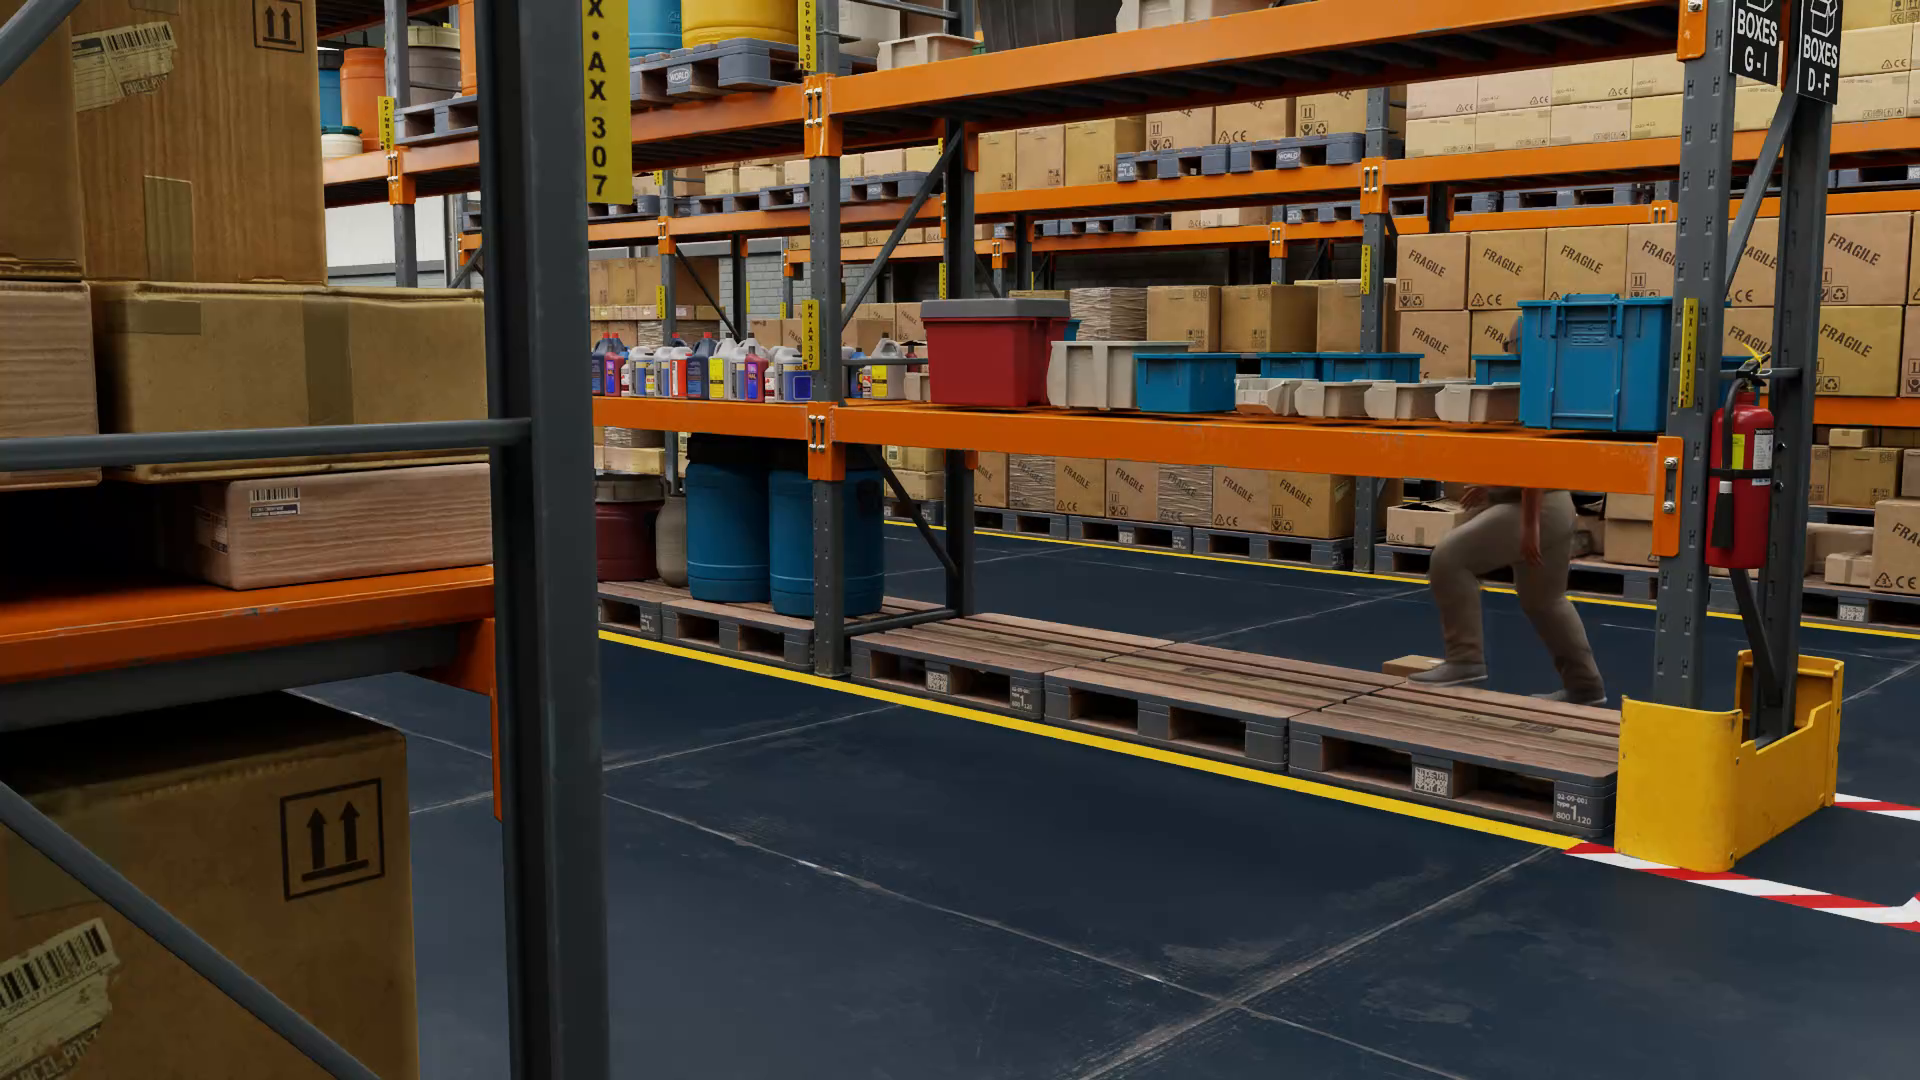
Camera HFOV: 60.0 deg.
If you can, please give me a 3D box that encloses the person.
[{"bbox_3d":[2.332,-0.091,6.972,0.799,1.697,0.803,2,7,19],"label":"person"}]
